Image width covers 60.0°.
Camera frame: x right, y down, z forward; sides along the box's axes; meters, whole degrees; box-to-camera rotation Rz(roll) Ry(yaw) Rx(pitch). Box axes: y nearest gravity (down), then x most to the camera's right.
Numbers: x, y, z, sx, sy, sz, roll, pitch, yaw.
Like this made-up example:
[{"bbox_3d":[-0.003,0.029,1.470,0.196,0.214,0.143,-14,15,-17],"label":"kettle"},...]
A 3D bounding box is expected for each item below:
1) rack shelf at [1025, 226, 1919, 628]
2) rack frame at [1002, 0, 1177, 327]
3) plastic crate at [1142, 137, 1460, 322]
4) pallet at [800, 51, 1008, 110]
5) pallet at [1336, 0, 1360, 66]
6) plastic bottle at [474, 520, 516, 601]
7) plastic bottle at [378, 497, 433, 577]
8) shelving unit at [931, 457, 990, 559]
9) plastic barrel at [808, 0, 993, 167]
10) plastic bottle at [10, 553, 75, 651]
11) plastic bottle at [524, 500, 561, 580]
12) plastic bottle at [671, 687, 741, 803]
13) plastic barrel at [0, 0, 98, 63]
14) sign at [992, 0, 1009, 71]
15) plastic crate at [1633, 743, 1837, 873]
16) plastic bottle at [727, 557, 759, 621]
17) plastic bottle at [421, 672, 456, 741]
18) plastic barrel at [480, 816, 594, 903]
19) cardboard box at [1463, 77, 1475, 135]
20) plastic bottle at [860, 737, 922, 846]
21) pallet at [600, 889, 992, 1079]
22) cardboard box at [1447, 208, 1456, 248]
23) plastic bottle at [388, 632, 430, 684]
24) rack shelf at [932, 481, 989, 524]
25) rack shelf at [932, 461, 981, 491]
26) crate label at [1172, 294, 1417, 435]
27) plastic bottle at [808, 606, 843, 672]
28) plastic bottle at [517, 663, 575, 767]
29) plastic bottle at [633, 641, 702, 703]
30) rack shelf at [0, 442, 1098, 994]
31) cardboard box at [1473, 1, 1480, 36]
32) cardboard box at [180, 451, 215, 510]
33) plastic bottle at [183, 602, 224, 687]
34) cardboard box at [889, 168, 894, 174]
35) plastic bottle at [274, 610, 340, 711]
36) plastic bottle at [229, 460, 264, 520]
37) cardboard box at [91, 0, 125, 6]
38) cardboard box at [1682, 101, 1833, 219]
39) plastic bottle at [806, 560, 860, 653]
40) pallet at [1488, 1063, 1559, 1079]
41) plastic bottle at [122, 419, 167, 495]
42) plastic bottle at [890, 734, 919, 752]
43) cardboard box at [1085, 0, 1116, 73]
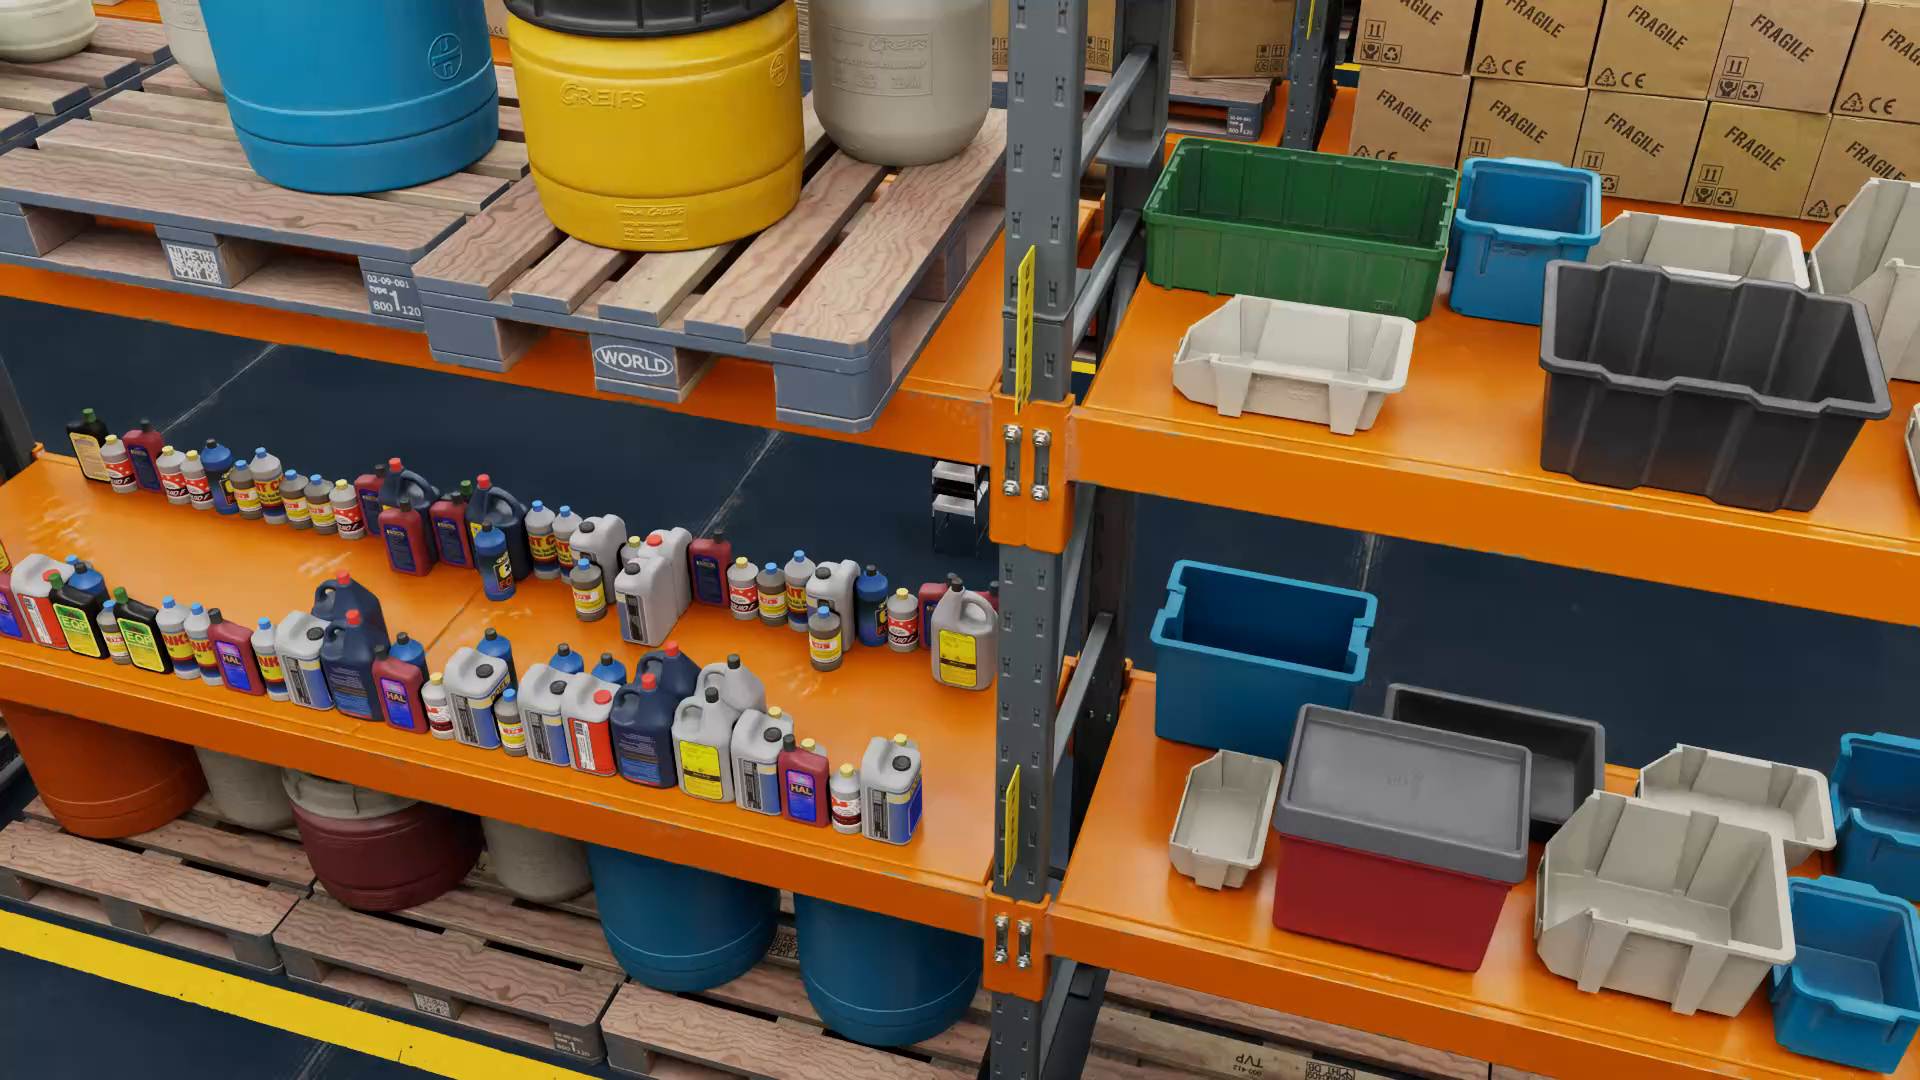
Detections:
[{"bbox_3d":[2.201,-0.069,3.389,4.000,0.370,1.077,10,38,14],"label":"rack shelf"},{"bbox_3d":[0.292,-1.920,2.767,0.127,3.000,1.000,10,38,14],"label":"rack frame"},{"bbox_3d":[0.786,-0.723,3.849,0.662,0.188,0.450,10,38,14],"label":"plastic crate"},{"bbox_3d":[-0.188,-2.594,8.906,1.213,0.211,1.003,10,38,14],"label":"pallet"},{"bbox_3d":[2.487,-4.080,13.115,1.213,0.211,1.003,10,38,14],"label":"pallet"},{"bbox_3d":[-1.473,0.057,5.250,0.098,0.271,0.098,0,36,0],"label":"plastic bottle"},{"bbox_3d":[-1.788,-0.017,5.341,0.133,0.283,0.061,10,38,14],"label":"plastic bottle"},{"bbox_3d":[0.008,-0.361,7.481,0.210,0.900,0.258,10,38,14],"label":"shelving unit"},{"bbox_3d":[-0.136,-1.170,3.810,0.433,0.535,0.433,0,36,0],"label":"plastic barrel"},{"bbox_3d":[-2.768,0.180,5.079,0.135,0.276,0.152,10,38,14],"label":"plastic bottle"},{"bbox_3d":[-1.337,-0.007,5.338,0.097,0.271,0.097,0,36,0],"label":"plastic bottle"},{"bbox_3d":[-0.683,0.539,4.529,0.185,0.351,0.144,10,38,14],"label":"plastic bottle"},{"bbox_3d":[-2.459,-1.426,4.388,0.301,0.262,0.301,0,36,0],"label":"plastic barrel"},{"bbox_3d":[0.068,-2.792,8.575,0.661,0.500,0.804,10,38,14],"label":"sign"},{"bbox_3d":[2.044,0.716,4.418,0.466,0.136,0.293,10,38,14],"label":"plastic crate"},{"bbox_3d":[-0.674,0.144,5.192,0.097,0.201,0.097,0,36,0],"label":"plastic bottle"},{"bbox_3d":[-1.479,0.466,4.754,0.097,0.201,0.097,0,36,0],"label":"plastic bottle"},{"bbox_3d":[-1.411,0.948,5.676,0.421,0.512,0.421,0,36,0],"label":"plastic barrel"},{"bbox_3d":[2.819,-2.312,8.277,0.500,0.500,0.500,12,38,15],"label":"cardboard box"},{"bbox_3d":[-0.181,0.660,4.428,0.135,0.276,0.152,10,38,14],"label":"plastic bottle"},{"bbox_3d":[-0.432,1.459,5.589,1.213,0.211,1.003,10,38,14],"label":"pallet"},{"bbox_3d":[2.401,-1.536,9.044,0.500,0.500,0.500,10,38,14],"label":"cardboard box"},{"bbox_3d":[-1.589,0.380,4.812,0.097,0.271,0.097,0,36,0],"label":"plastic bottle"},{"bbox_3d":[0.008,-0.189,7.608,0.200,0.077,0.258,10,38,14],"label":"rack shelf"},{"bbox_3d":[0.008,-0.334,7.501,0.200,0.077,0.258,10,38,14],"label":"rack shelf"},{"bbox_3d":[0.673,-0.356,3.395,0.466,0.136,0.293,10,38,14],"label":"crate label"},{"bbox_3d":[-0.405,0.288,4.996,0.097,0.201,0.097,0,36,0],"label":"plastic bottle"},{"bbox_3d":[-1.139,0.482,4.669,0.135,0.276,0.152,10,38,14],"label":"plastic bottle"},{"bbox_3d":[-0.817,0.425,4.684,0.185,0.351,0.144,10,38,14],"label":"plastic bottle"},{"bbox_3d":[-1.617,0.433,5.239,4.000,0.370,1.077,10,38,14],"label":"rack shelf"},{"bbox_3d":[2.332,-2.806,8.104,0.500,0.500,0.500,11,38,14],"label":"cardboard box"},{"bbox_3d":[-3.566,-1.517,8.368,3.820,1.291,5.055,11,38,15],"label":"cardboard box"},{"bbox_3d":[-2.225,0.300,4.921,0.097,0.271,0.097,0,36,0],"label":"plastic bottle"},{"bbox_3d":[-0.589,-2.059,9.755,0.500,0.500,0.500,9,37,12],"label":"cardboard box"},{"bbox_3d":[-1.886,0.344,4.857,0.135,0.276,0.152,10,38,14],"label":"plastic bottle"},{"bbox_3d":[-2.409,-0.177,5.628,0.097,0.201,0.097,0,36,0],"label":"plastic bottle"},{"bbox_3d":[-5.079,-3.346,9.978,0.250,0.149,0.380,10,38,14],"label":"cardboard box"},{"bbox_3d":[3.630,-1.834,7.627,0.500,0.500,0.500,10,38,13],"label":"cardboard box"},{"bbox_3d":[-0.386,0.184,5.074,0.135,0.276,0.152,10,38,14],"label":"plastic bottle"},{"bbox_3d":[2.174,1.942,4.933,1.213,0.211,1.003,10,38,14],"label":"pallet"},{"bbox_3d":[-2.793,-0.293,5.716,0.133,0.283,0.061,10,38,14],"label":"plastic bottle"},{"bbox_3d":[-0.161,0.616,4.551,0.097,0.201,0.097,0,36,0],"label":"plastic bottle"},{"bbox_3d":[0.712,-2.811,8.600,0.500,0.500,0.700,16,39,21],"label":"cardboard box"}]
